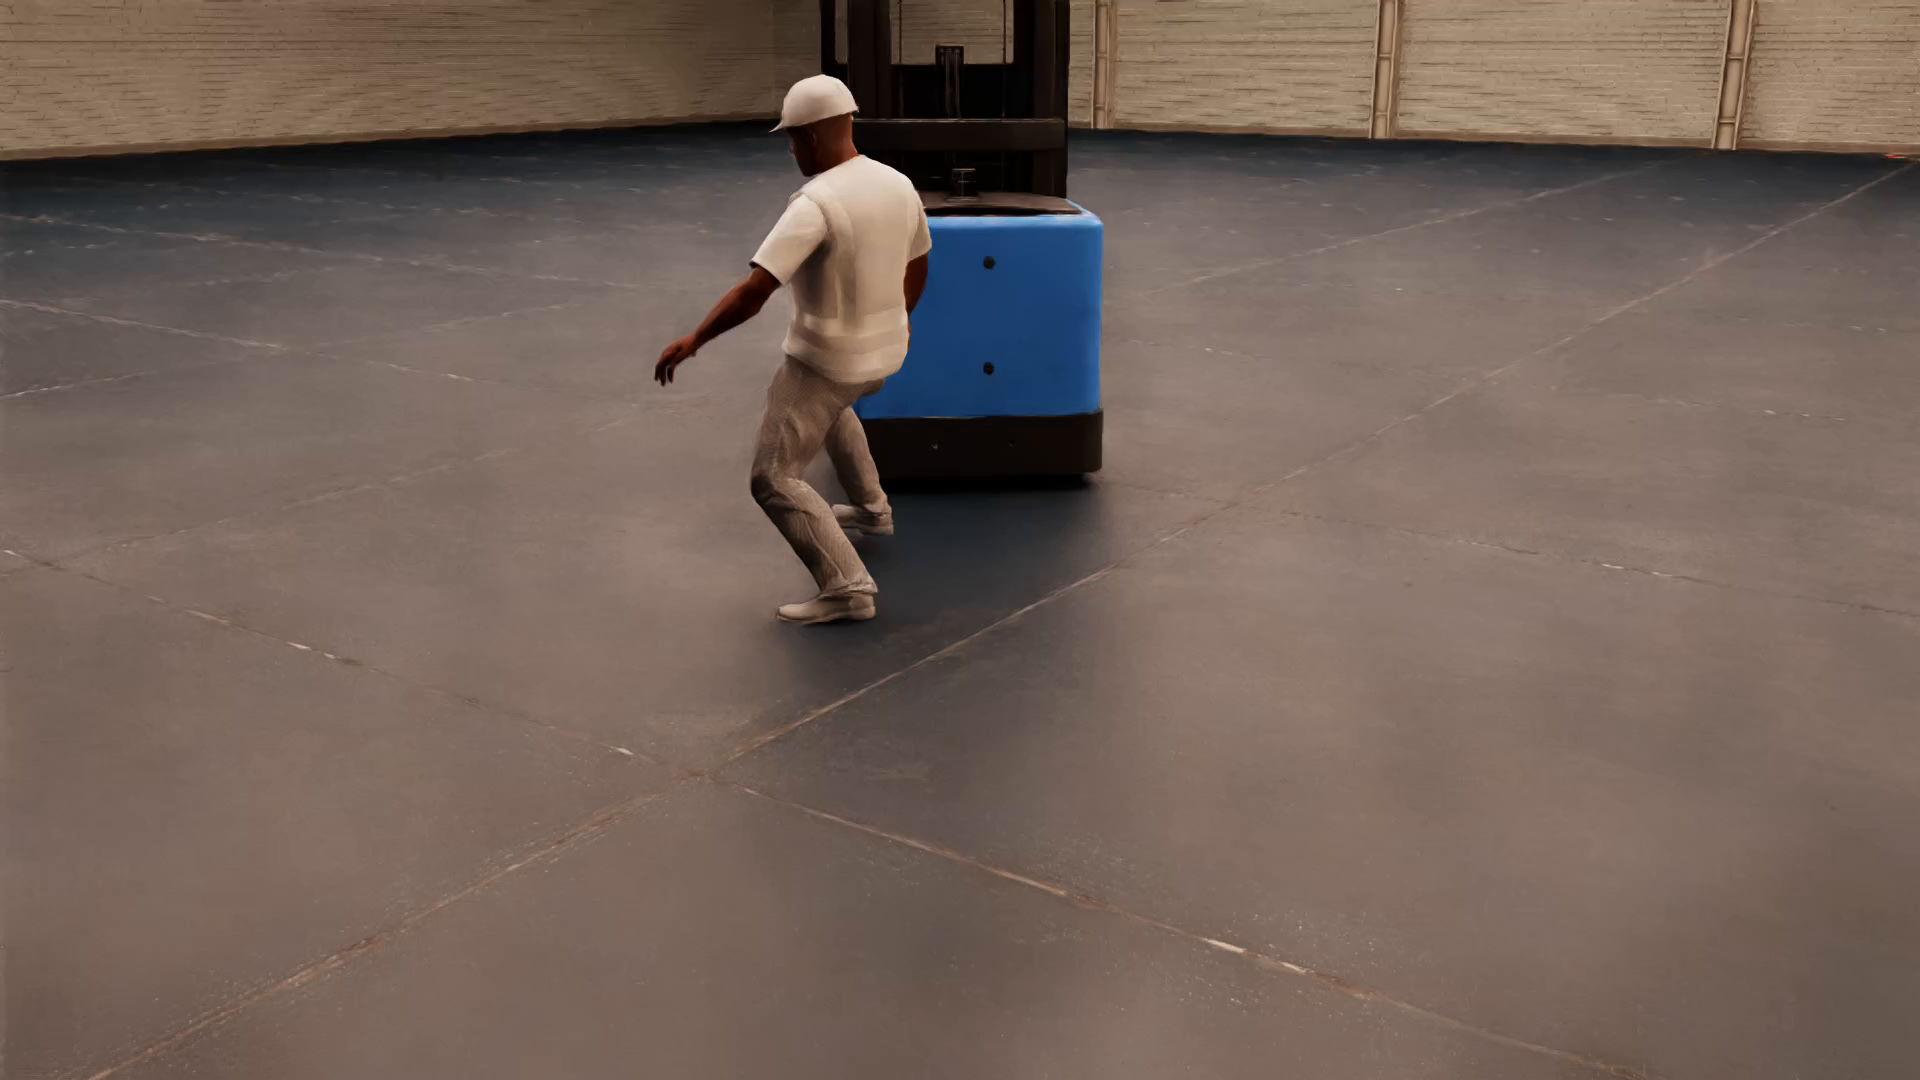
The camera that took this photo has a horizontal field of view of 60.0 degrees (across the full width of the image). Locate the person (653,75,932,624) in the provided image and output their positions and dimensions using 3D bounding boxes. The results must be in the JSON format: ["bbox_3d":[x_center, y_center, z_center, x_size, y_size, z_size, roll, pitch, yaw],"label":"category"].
[{"bbox_3d":[-0.433,-0.623,5.250,0.702,1.631,1.021,12,20,34],"label":"person"}]

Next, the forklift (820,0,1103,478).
[{"bbox_3d":[-0.090,-2.018,7.580,1.130,2.935,3.031,-2,17,-5],"label":"forklift"}]
